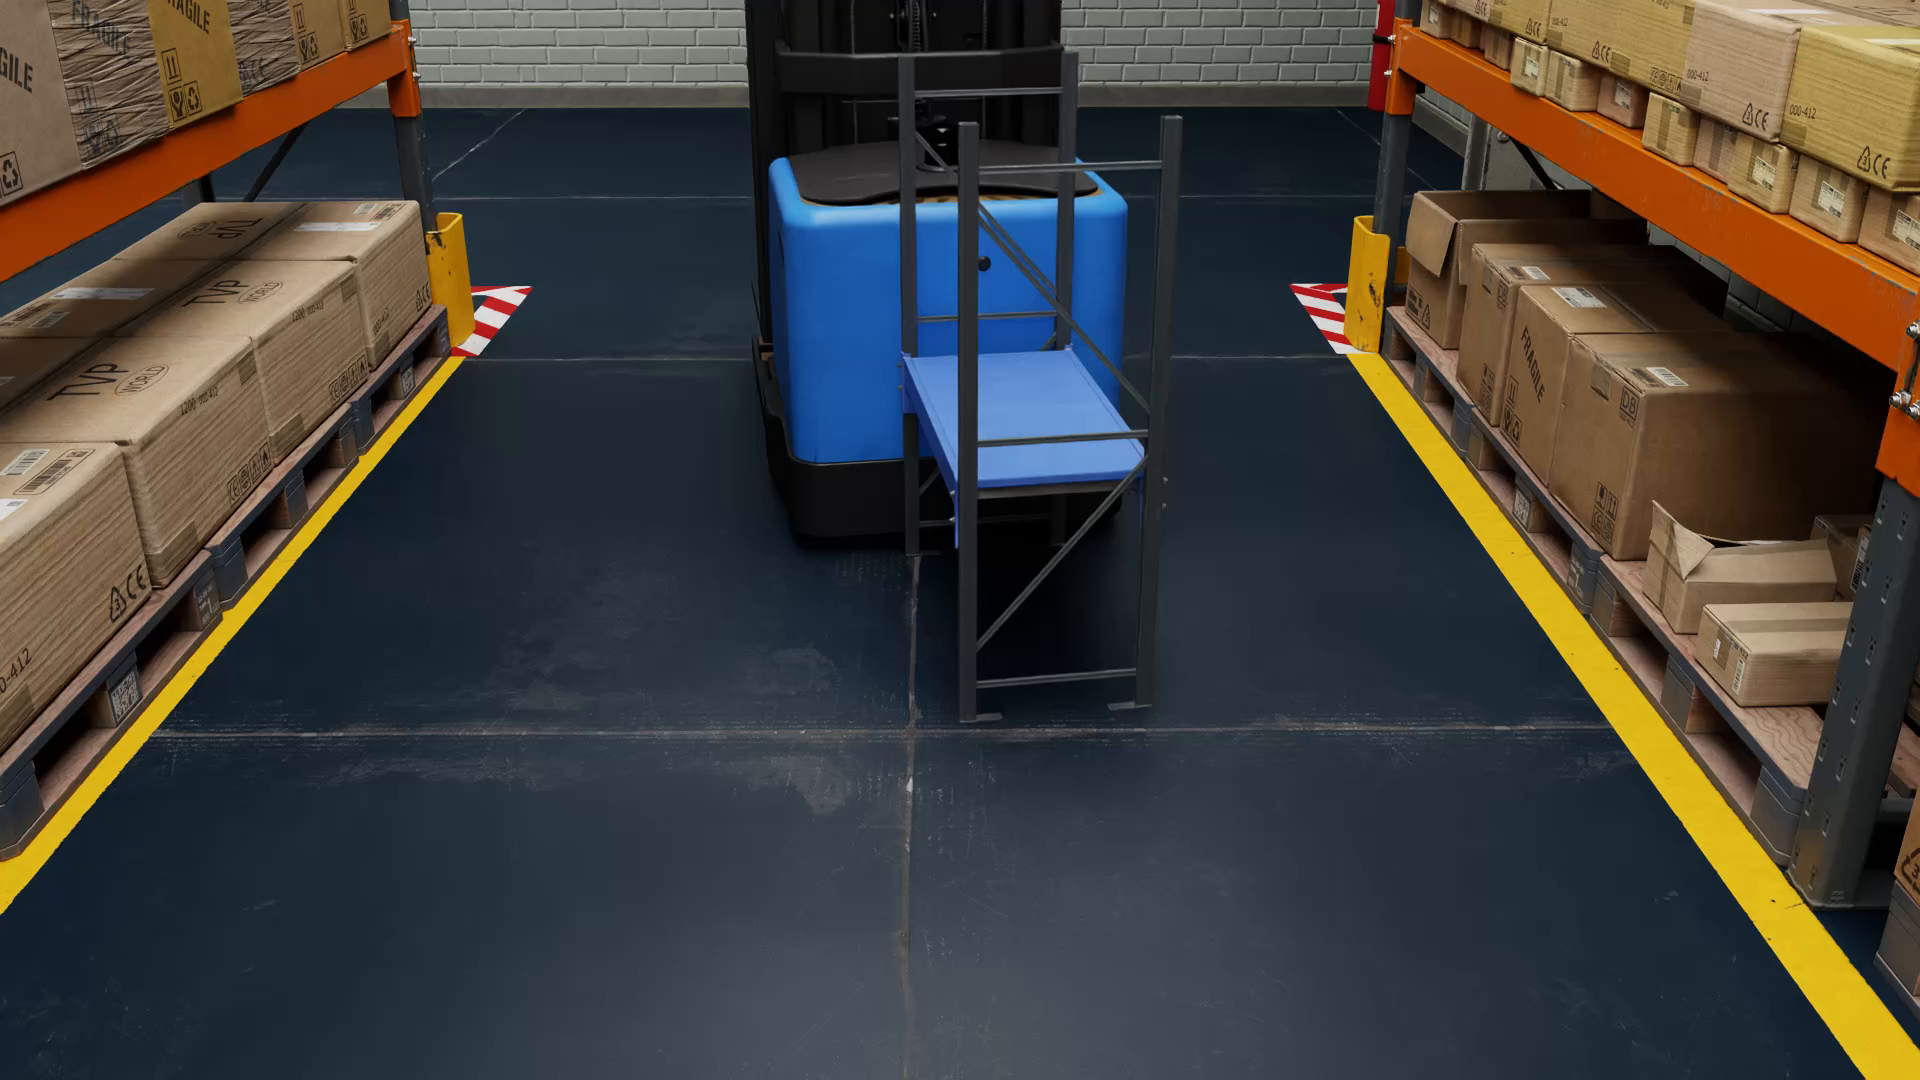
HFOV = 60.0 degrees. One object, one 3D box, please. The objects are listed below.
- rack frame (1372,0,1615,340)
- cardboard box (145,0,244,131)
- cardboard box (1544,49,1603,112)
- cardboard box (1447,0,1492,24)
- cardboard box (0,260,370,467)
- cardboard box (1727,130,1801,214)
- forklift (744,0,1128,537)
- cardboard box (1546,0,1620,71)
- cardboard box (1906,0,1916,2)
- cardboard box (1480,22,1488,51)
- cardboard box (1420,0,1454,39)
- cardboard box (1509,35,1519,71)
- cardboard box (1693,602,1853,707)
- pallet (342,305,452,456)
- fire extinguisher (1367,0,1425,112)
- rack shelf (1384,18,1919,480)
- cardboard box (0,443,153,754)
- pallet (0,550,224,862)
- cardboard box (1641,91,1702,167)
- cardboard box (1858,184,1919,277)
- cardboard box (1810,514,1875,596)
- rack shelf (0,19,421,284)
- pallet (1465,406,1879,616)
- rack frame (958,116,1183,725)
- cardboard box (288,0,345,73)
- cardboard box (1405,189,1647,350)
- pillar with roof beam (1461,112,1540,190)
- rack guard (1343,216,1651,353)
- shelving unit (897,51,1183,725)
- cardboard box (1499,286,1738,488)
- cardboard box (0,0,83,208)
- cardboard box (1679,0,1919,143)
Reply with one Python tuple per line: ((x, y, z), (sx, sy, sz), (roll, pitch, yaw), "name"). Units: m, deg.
((2.255, -2.258, 6.602), (1.000, 3.000, 0.127), (0, 24, -1), "rack frame")
((-2.414, -1.450, 4.695), (0.500, 0.500, 0.500), (0, 24, 1), "cardboard box")
((1.972, -1.367, 4.938), (0.380, 0.149, 0.250), (0, 24, 1), "cardboard box")
((1.996, -1.929, 5.696), (0.500, 0.250, 0.500), (0, 24, 0), "cardboard box")
((-2.583, -0.609, 5.557), (0.875, 0.438, 0.875), (0, 24, 1), "cardboard box")
((1.991, -0.839, 3.771), (0.380, 0.149, 0.250), (0, 24, 1), "cardboard box")
((-0.234, -1.921, 5.942), (1.130, 2.935, 3.031), (-4, 25, -9), "forklift")
((2.032, -1.510, 4.769), (0.500, 0.250, 0.500), (-1, 24, -2), "cardboard box")
((2.547, -1.301, 4.308), (0.500, 0.250, 0.500), (0, 24, 1), "cardboard box")
((2.071, -1.794, 5.881), (0.380, 0.149, 0.250), (-1, 24, -1), "cardboard box")
((1.984, -2.007, 6.351), (0.380, 0.149, 0.250), (0, 24, -1), "cardboard box")
((2.021, -1.580, 5.408), (0.380, 0.149, 0.250), (0, 24, 0), "cardboard box")
((1.999, 0.270, 3.963), (0.380, 0.149, 0.250), (-1, 24, -2), "cardboard box")
((-2.621, -0.634, 6.396), (1.003, 0.211, 1.213), (0, 24, -1), "pallet")
((1.791, -2.111, 6.824), (0.296, 0.674, 0.183), (0, 24, -1), "fire extinguisher")
((2.277, -1.106, 4.928), (1.077, 0.370, 4.000), (0, 24, -1), "rack shelf")
((-2.564, 0.131, 3.919), (0.875, 0.438, 0.875), (-1, 24, -1), "cardboard box")
((-2.595, 0.371, 4.173), (1.003, 0.211, 1.213), (0, 24, -1), "pallet")
((1.985, -1.053, 4.243), (0.380, 0.149, 0.250), (-1, 24, -1), "cardboard box")
((2.043, -0.625, 3.297), (0.380, 0.149, 0.250), (0, 24, 0), "cardboard box")
((2.523, 0.046, 4.458), (0.380, 0.149, 0.250), (-1, 24, -1), "cardboard box")
((-2.686, -1.082, 4.875), (1.077, 0.370, 4.000), (0, 24, -1), "rack shelf")
((2.276, -0.126, 5.272), (1.003, 0.211, 1.213), (0, 24, -1), "pallet")
((0.244, -0.238, 3.955), (0.500, 1.500, 0.032), (-4, 25, -9), "rack frame")
((-2.448, -1.875, 5.634), (0.500, 0.500, 0.500), (-1, 24, -2), "cardboard box")
((2.167, -1.059, 6.472), (0.797, 0.503, 0.637), (-1, 24, -3), "cardboard box")
((-1.178, -6.087, 7.788), (9.100, 9.000, 0.400), (0, 24, -1), "pillar with roof beam")
((2.256, -1.087, 7.048), (1.175, 0.500, 0.348), (0, 24, -1), "rack guard")
((0.161, -0.444, 4.412), (0.538, 1.500, 1.048), (-4, 25, -9), "shelving unit")
((2.043, -0.487, 5.210), (0.500, 0.500, 0.500), (0, 24, 0), "cardboard box")
((-2.409, -1.033, 3.773), (0.500, 0.500, 0.500), (0, 24, 0), "cardboard box")
((2.029, -1.092, 3.845), (0.500, 0.250, 0.500), (0, 24, 0), "cardboard box")
